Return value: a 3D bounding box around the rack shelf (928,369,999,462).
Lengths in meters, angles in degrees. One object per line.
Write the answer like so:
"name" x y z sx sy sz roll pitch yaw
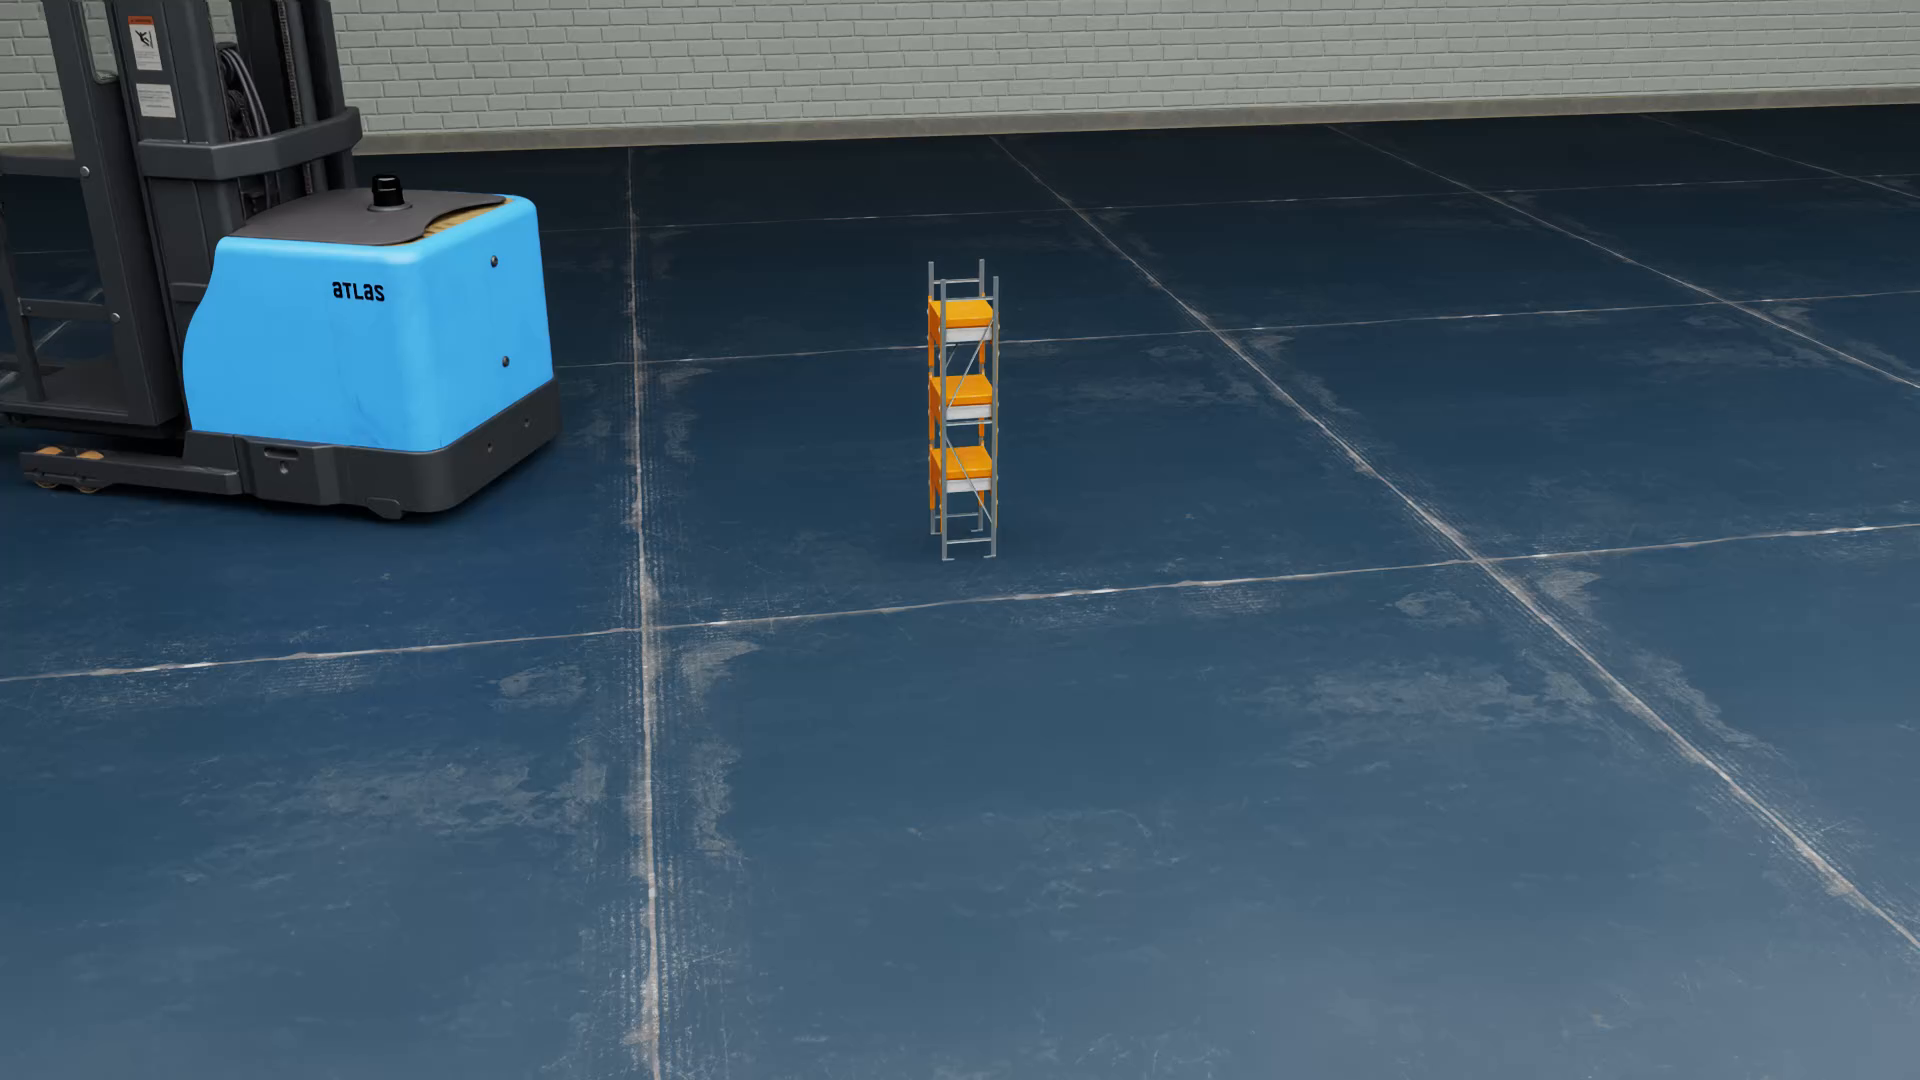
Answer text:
"rack shelf" 0.010 -0.450 5.996 0.215 0.259 0.240 -4 24 -10

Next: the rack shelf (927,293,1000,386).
"rack shelf" 0.010 -0.710 5.882 0.215 0.259 0.240 -4 24 -10

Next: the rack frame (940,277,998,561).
"rack frame" 0.032 -0.412 5.882 0.200 1.050 0.008 -4 24 -10

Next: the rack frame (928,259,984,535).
"rack frame" -0.013 -0.508 6.102 0.200 1.050 0.008 -4 24 -10

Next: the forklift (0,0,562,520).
"forklift" -3.285 -1.727 6.543 3.031 2.935 1.130 6 24 13

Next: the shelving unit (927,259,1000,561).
"shelving unit" 0.010 -0.460 5.992 0.215 1.050 0.252 -4 24 -10

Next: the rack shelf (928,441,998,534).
"rack shelf" 0.010 -0.196 6.107 0.215 0.259 0.240 -4 24 -10
